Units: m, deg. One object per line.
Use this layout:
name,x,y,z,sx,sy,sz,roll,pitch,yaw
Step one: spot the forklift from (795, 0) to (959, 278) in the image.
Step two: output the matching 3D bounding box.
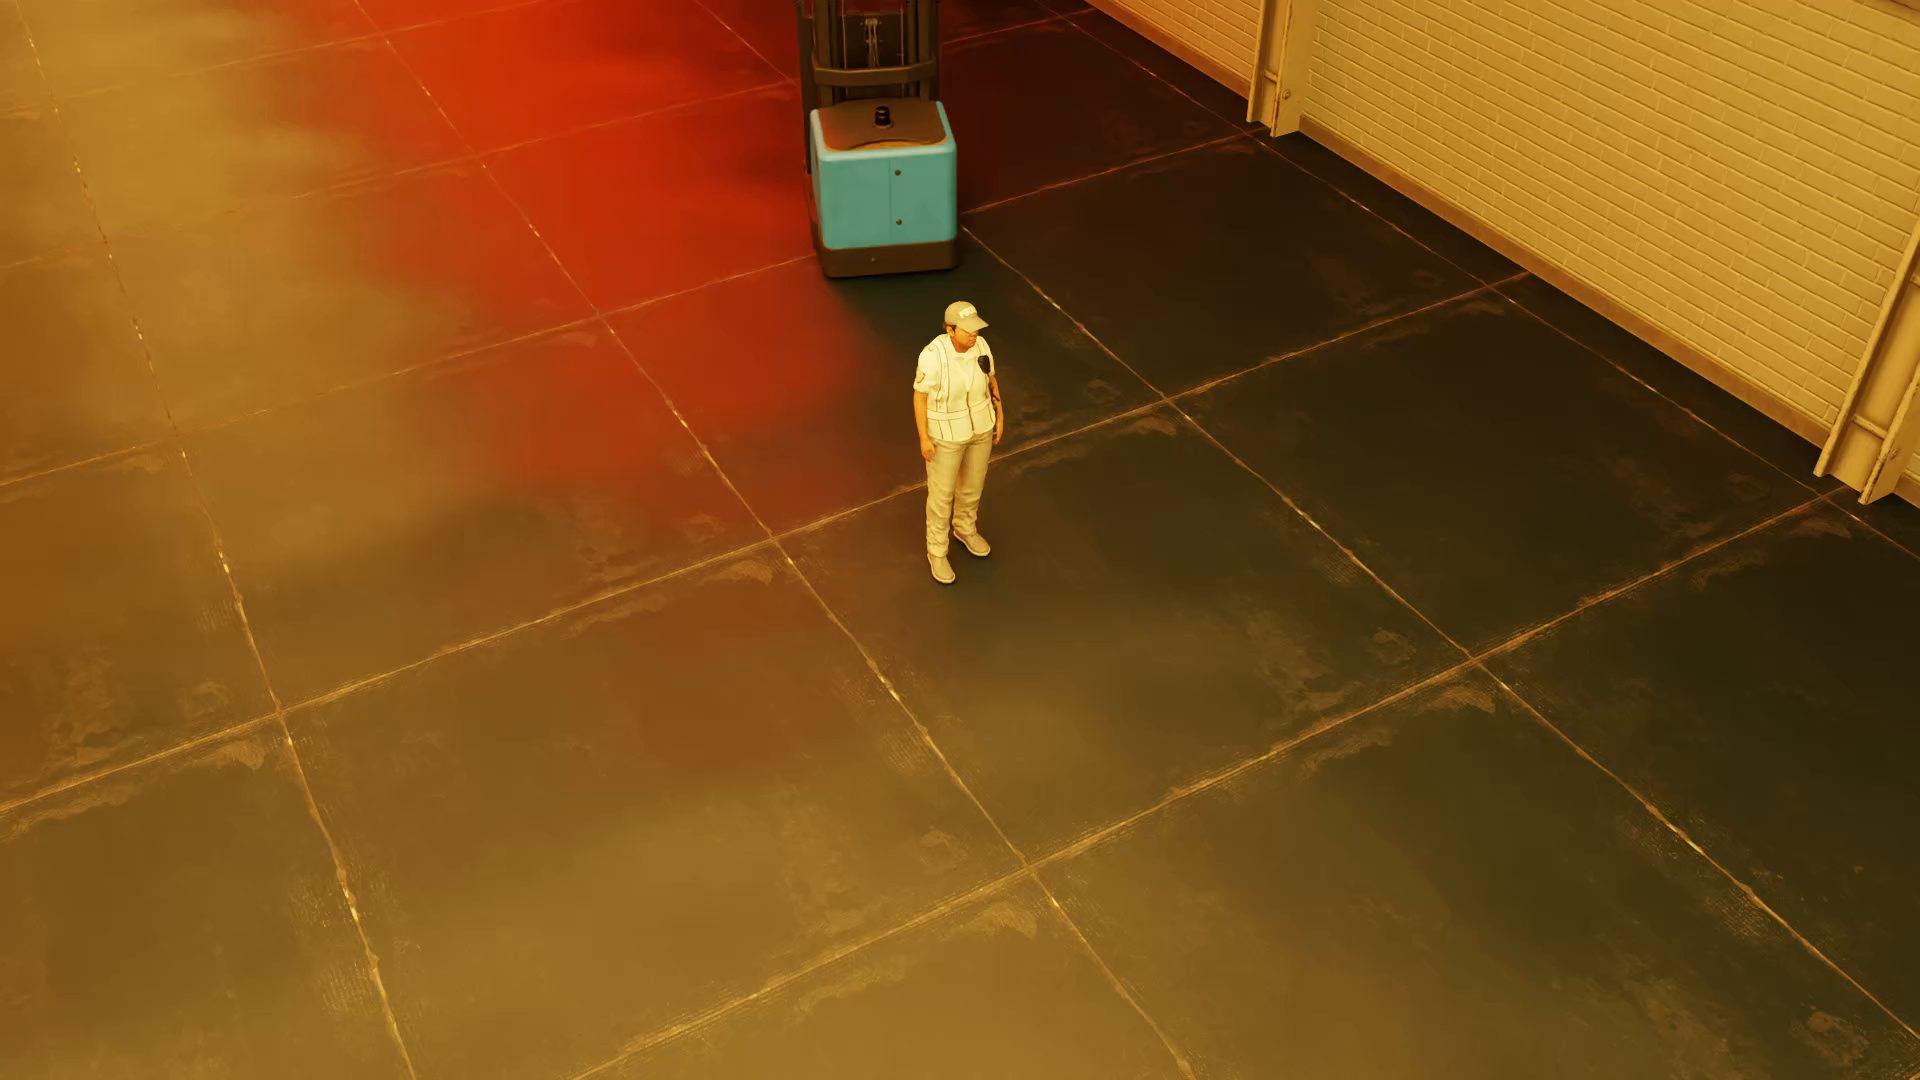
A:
forklift,-0.741,-4.061,12.932,1.130,2.935,3.031,-6,40,-7

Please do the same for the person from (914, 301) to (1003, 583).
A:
person,0.017,-0.594,9.737,0.594,1.660,0.529,-20,44,-23
